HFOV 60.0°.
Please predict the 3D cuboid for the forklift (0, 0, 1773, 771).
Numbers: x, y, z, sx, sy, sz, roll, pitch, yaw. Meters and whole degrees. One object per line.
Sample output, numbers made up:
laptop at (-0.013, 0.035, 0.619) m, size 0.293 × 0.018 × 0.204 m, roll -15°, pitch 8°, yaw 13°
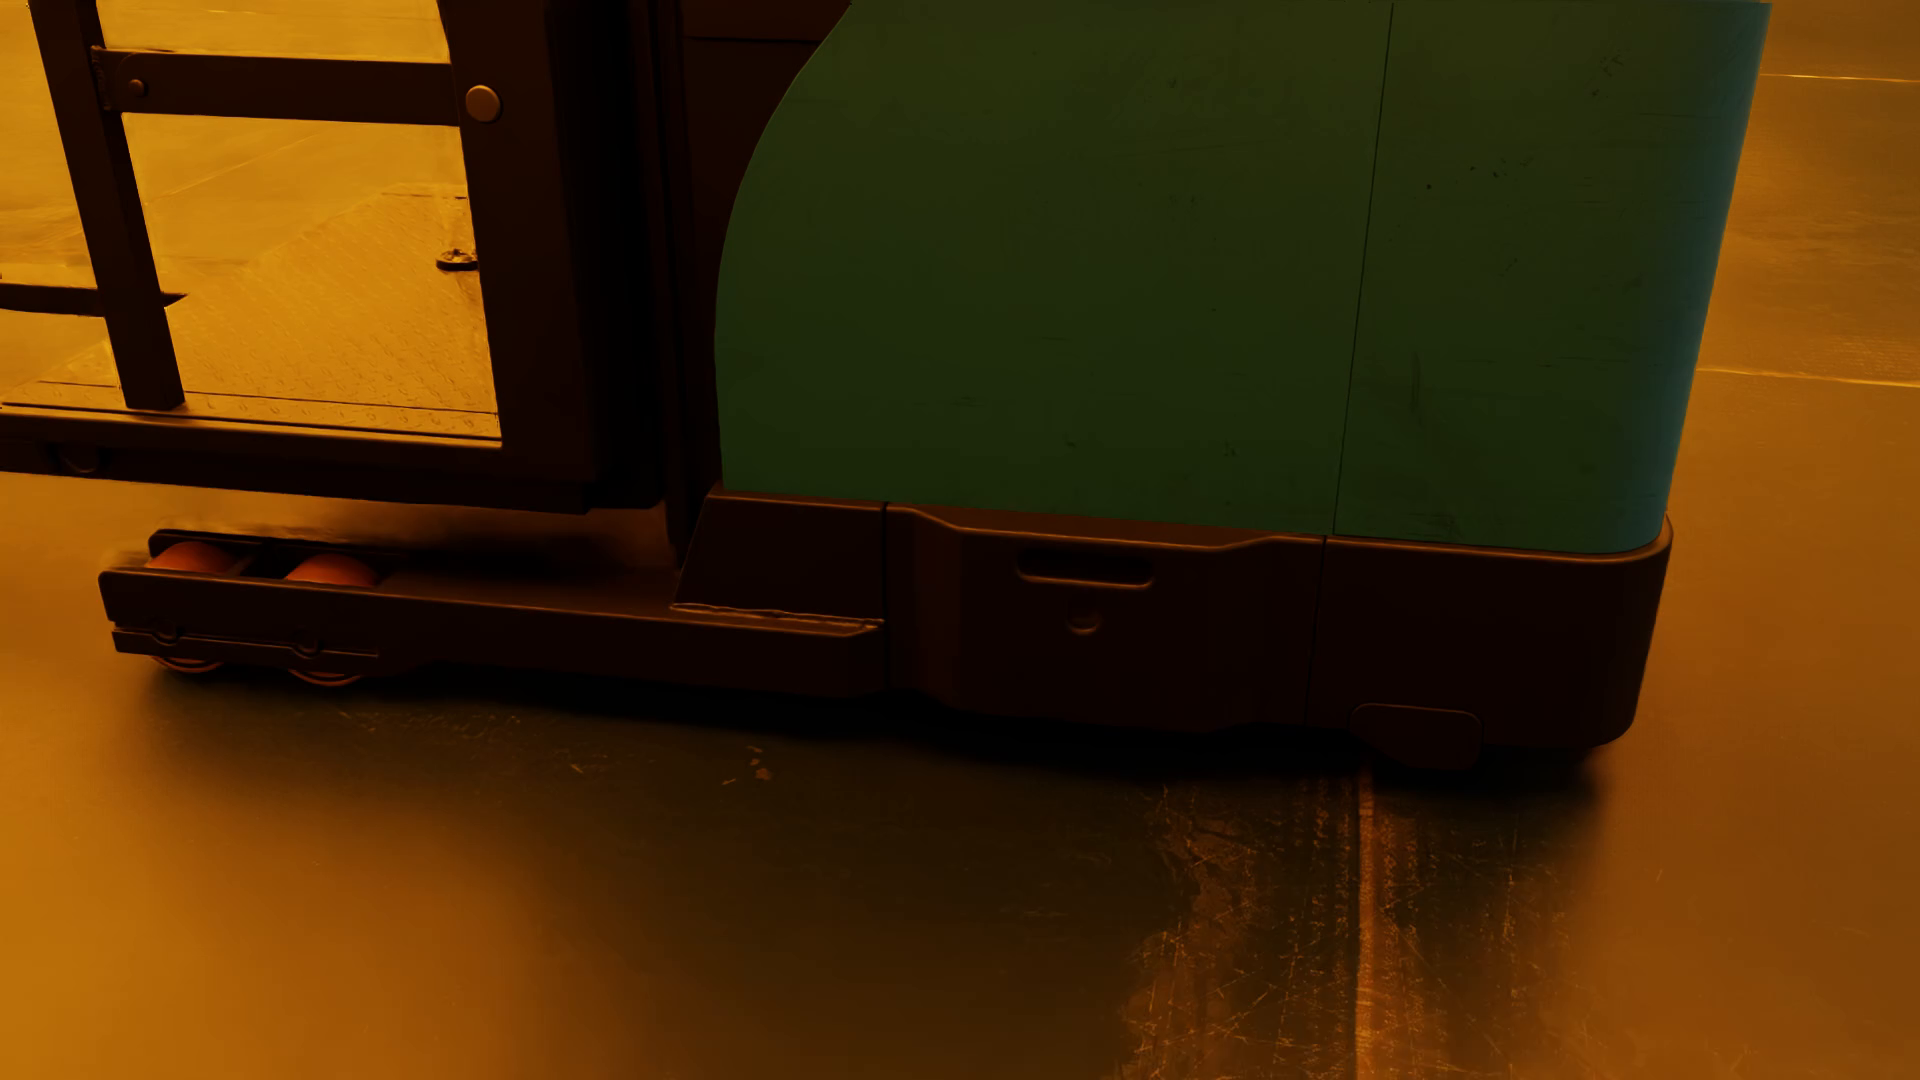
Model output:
forklift at (-0.633, -1.350, 1.922) m, size 3.031 × 2.935 × 1.130 m, roll 4°, pitch 27°, yaw 9°
